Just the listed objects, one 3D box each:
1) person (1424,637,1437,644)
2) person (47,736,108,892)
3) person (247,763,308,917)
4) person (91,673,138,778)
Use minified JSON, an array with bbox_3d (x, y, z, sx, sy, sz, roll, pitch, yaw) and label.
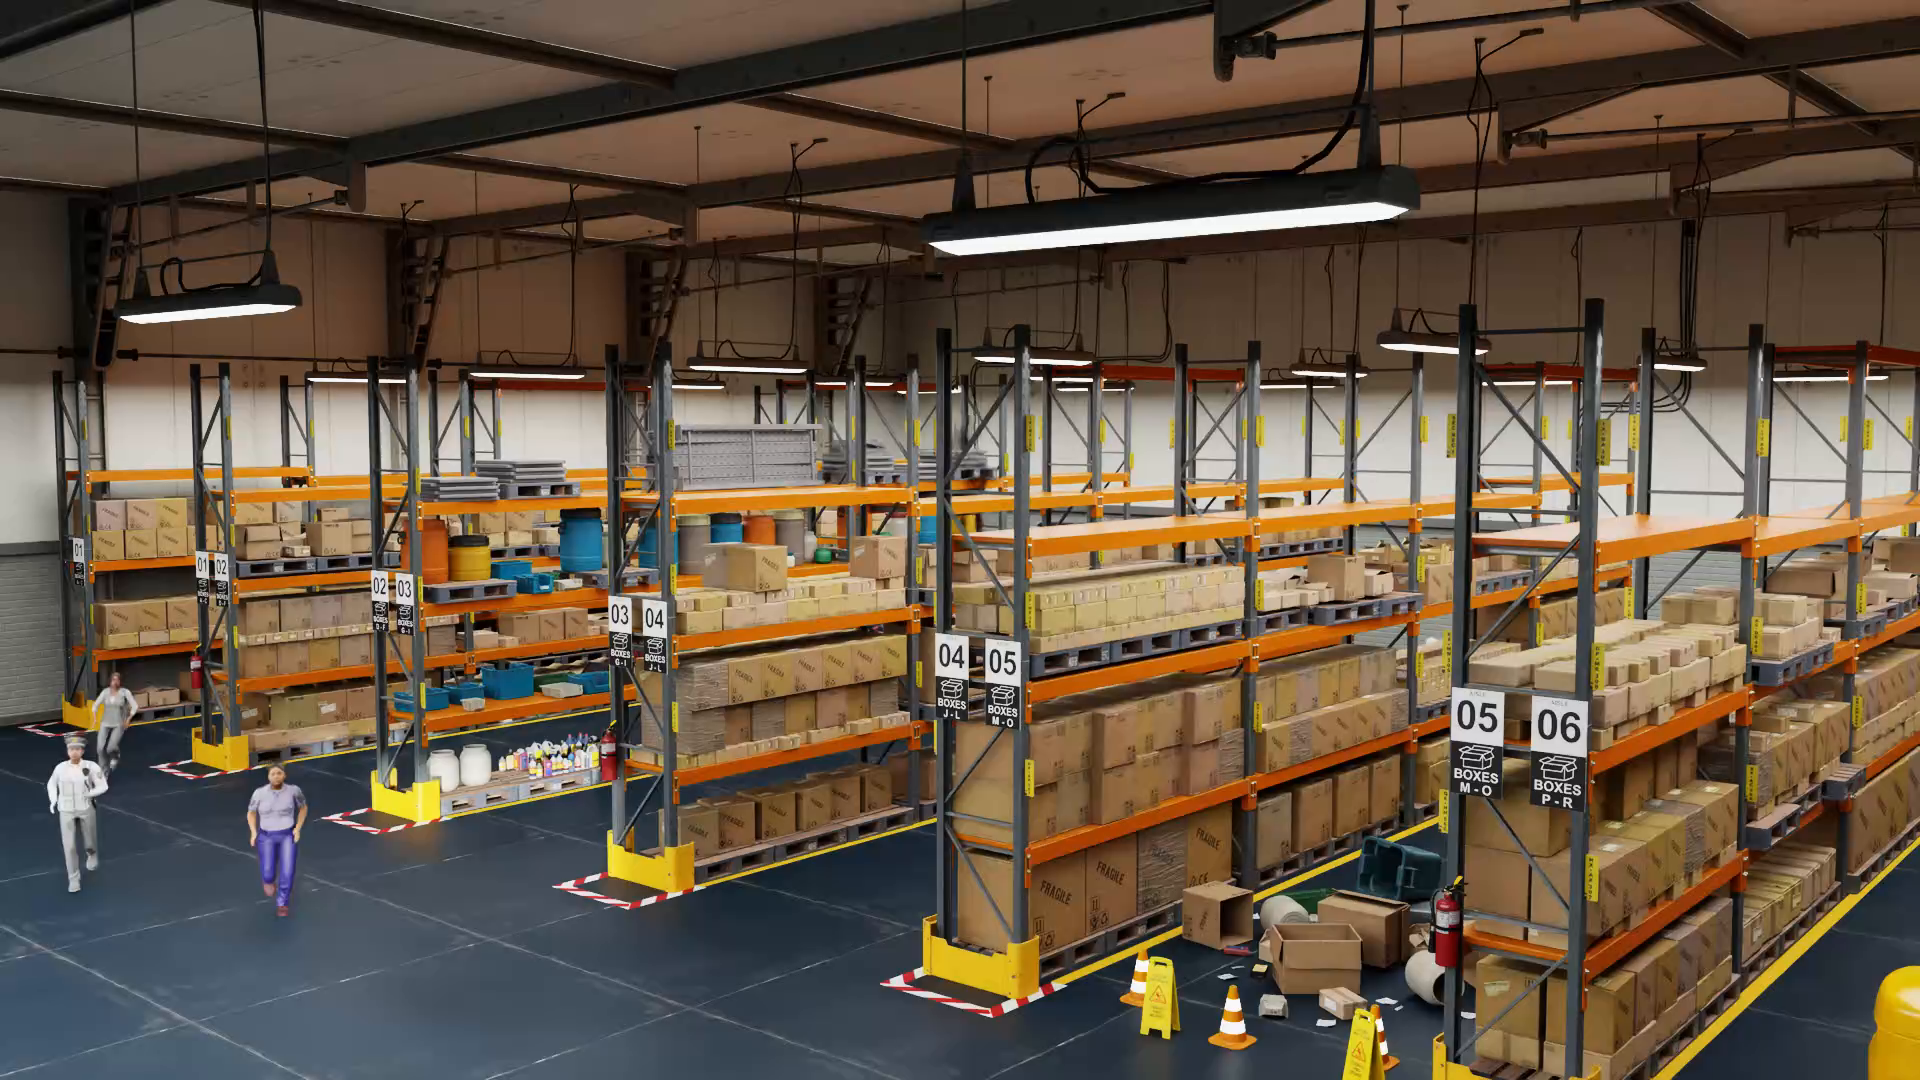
[{"bbox_3d":[7.747,2.404,26.892,0.699,1.730,1.037,3,5,35],"label":"person"},{"bbox_3d":[-9.793,2.995,18.453,0.626,1.665,0.832,-2,4,-20],"label":"person"},{"bbox_3d":[-7.163,3.119,17.480,0.593,1.594,0.586,-2,4,-22],"label":"person"},{"bbox_3d":[-12.180,2.672,23.934,0.592,1.537,0.488,-1,4,-9],"label":"person"}]
